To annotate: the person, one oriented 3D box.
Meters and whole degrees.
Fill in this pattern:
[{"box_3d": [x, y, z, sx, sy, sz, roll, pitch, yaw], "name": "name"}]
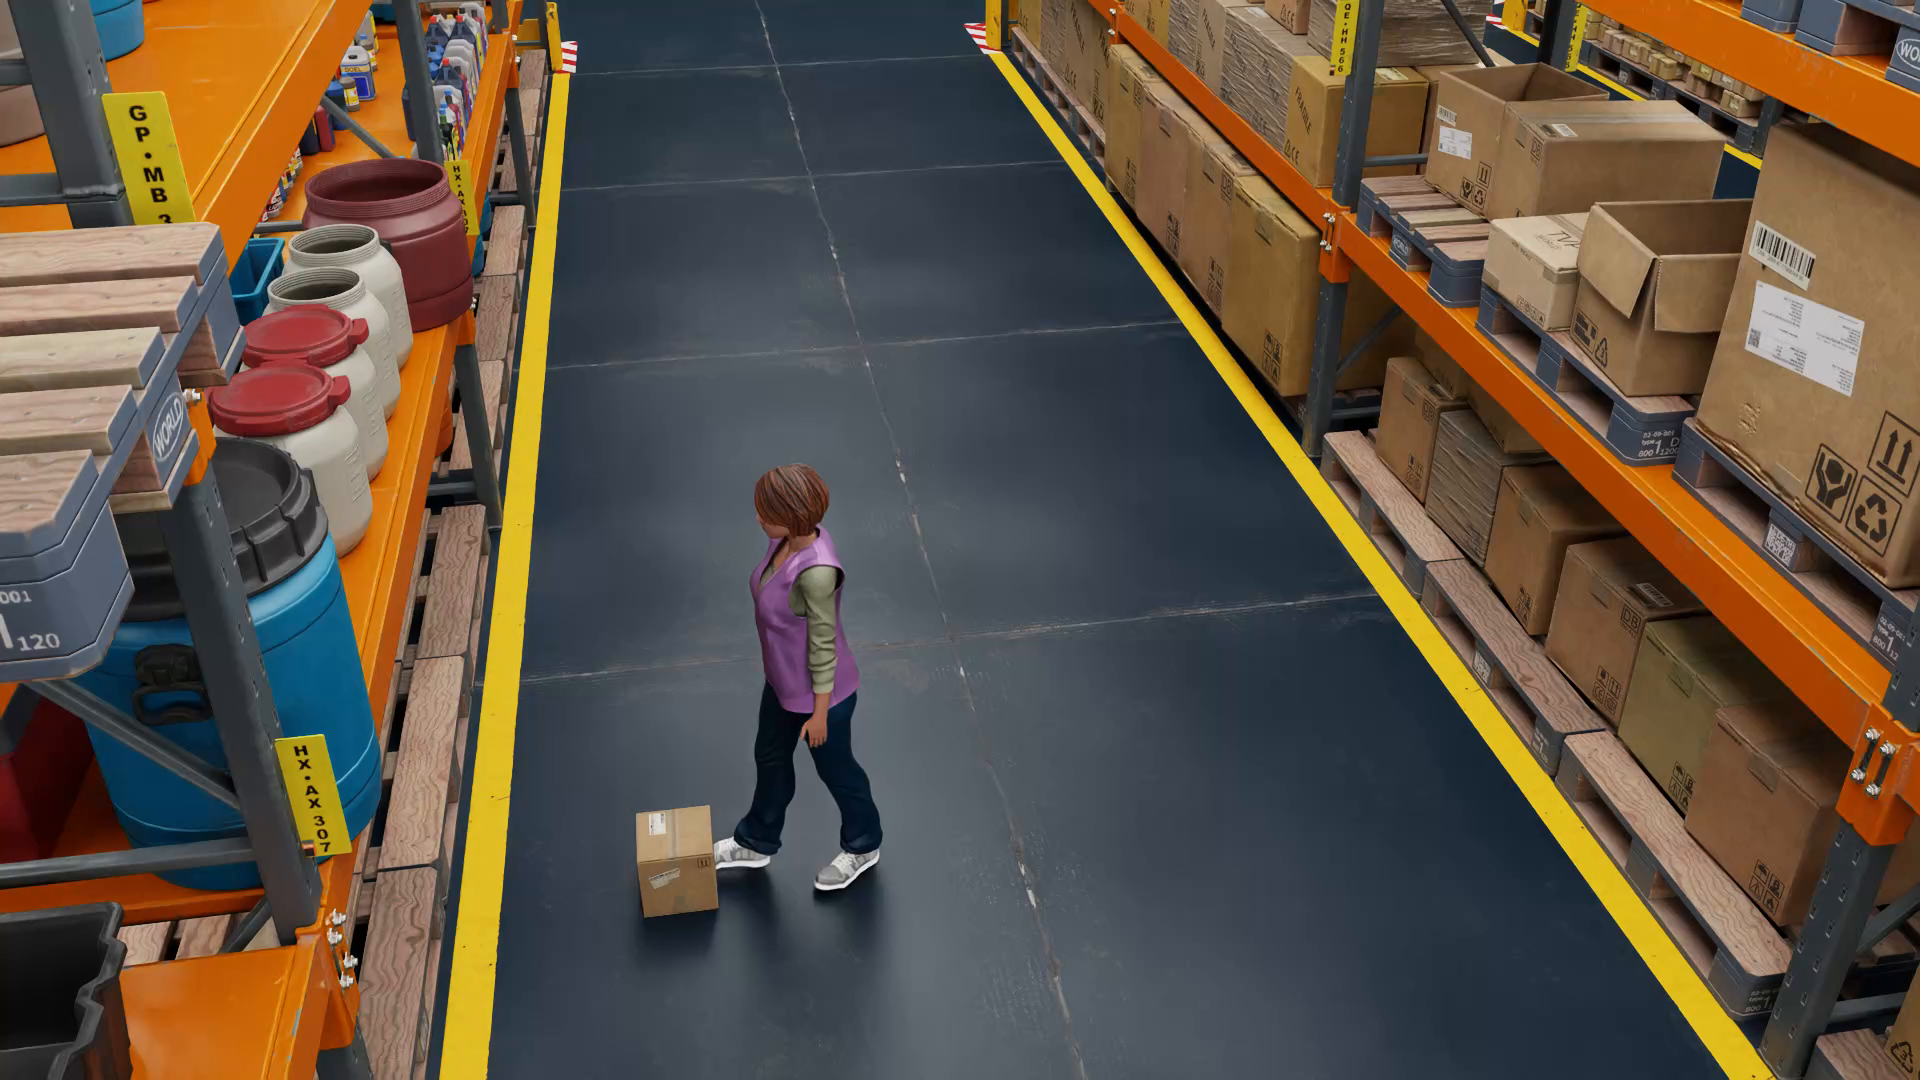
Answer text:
[{"box_3d": [-0.566, 0.490, 5.328, 0.637, 1.579, 0.429, -12, 33, -20], "name": "person"}]
